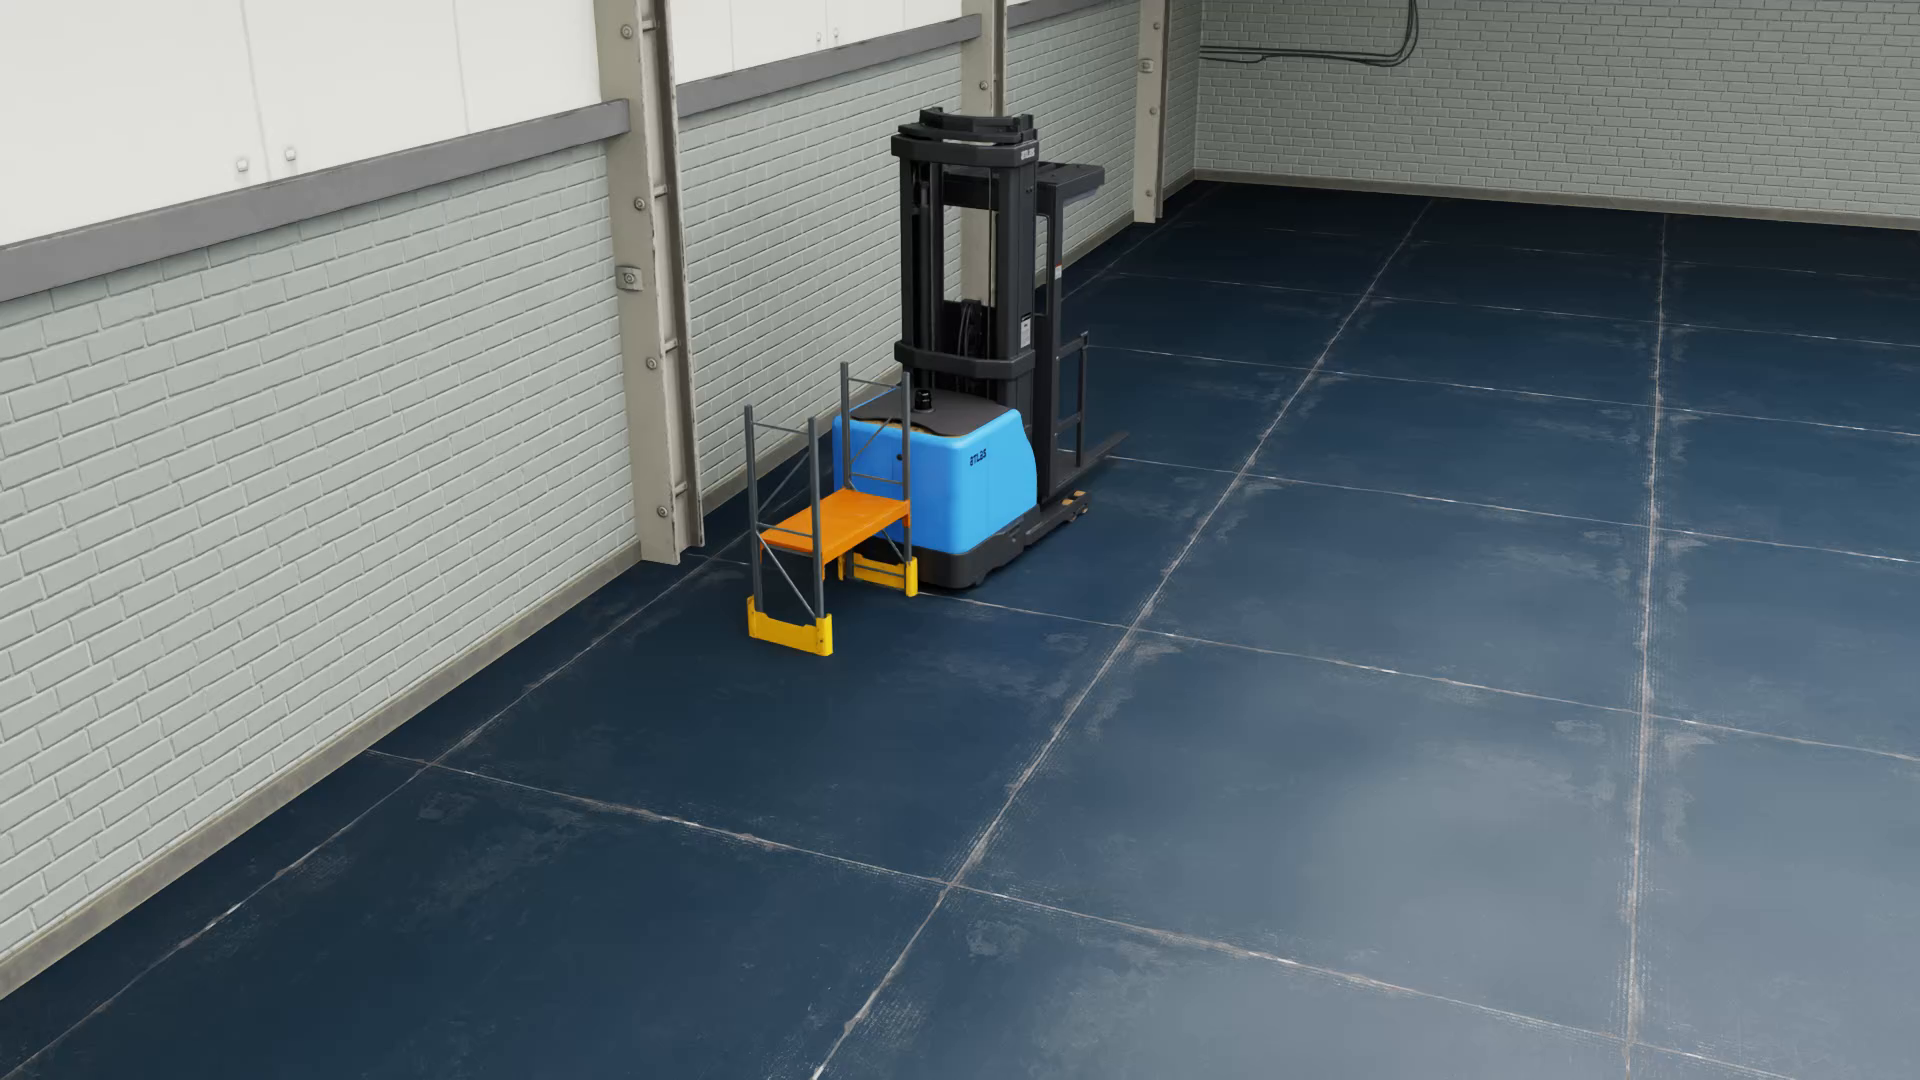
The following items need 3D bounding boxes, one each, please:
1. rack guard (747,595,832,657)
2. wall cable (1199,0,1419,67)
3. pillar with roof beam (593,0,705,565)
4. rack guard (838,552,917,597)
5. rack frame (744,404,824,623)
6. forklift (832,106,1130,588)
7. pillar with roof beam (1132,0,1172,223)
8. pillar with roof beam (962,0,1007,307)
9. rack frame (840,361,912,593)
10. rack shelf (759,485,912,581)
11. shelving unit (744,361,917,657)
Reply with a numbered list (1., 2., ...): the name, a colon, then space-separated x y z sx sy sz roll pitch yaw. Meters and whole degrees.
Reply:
1. rack guard: -1.044 0.523 10.174 0.587 0.250 0.087 12 26 27
2. wall cable: 4.775 -7.800 22.777 3.097 2.526 0.112 9 24 20
3. pillar with roof beam: 1.993 -3.457 8.351 9.100 9.000 0.400 9 24 20
4. rack guard: -0.548 0.190 10.971 0.587 0.250 0.087 12 26 27
5. rack frame: -1.044 -0.054 9.932 0.500 1.500 0.032 12 26 27
6. forklift: 0.312 -1.562 11.687 1.130 2.935 3.031 12 26 27
7. pillar with roof beam: 6.450 -7.751 18.632 9.100 9.000 0.400 9 24 20
8. pillar with roof beam: 4.222 -5.604 13.492 9.100 9.000 0.400 9 24 20
9. rack frame: -0.538 -0.393 10.746 0.500 1.500 0.032 12 26 27
10. rack shelf: -0.791 -0.057 10.408 0.538 0.185 1.000 12 26 27
11. shelving unit: -0.796 -0.220 10.332 0.587 1.500 1.083 12 26 27
